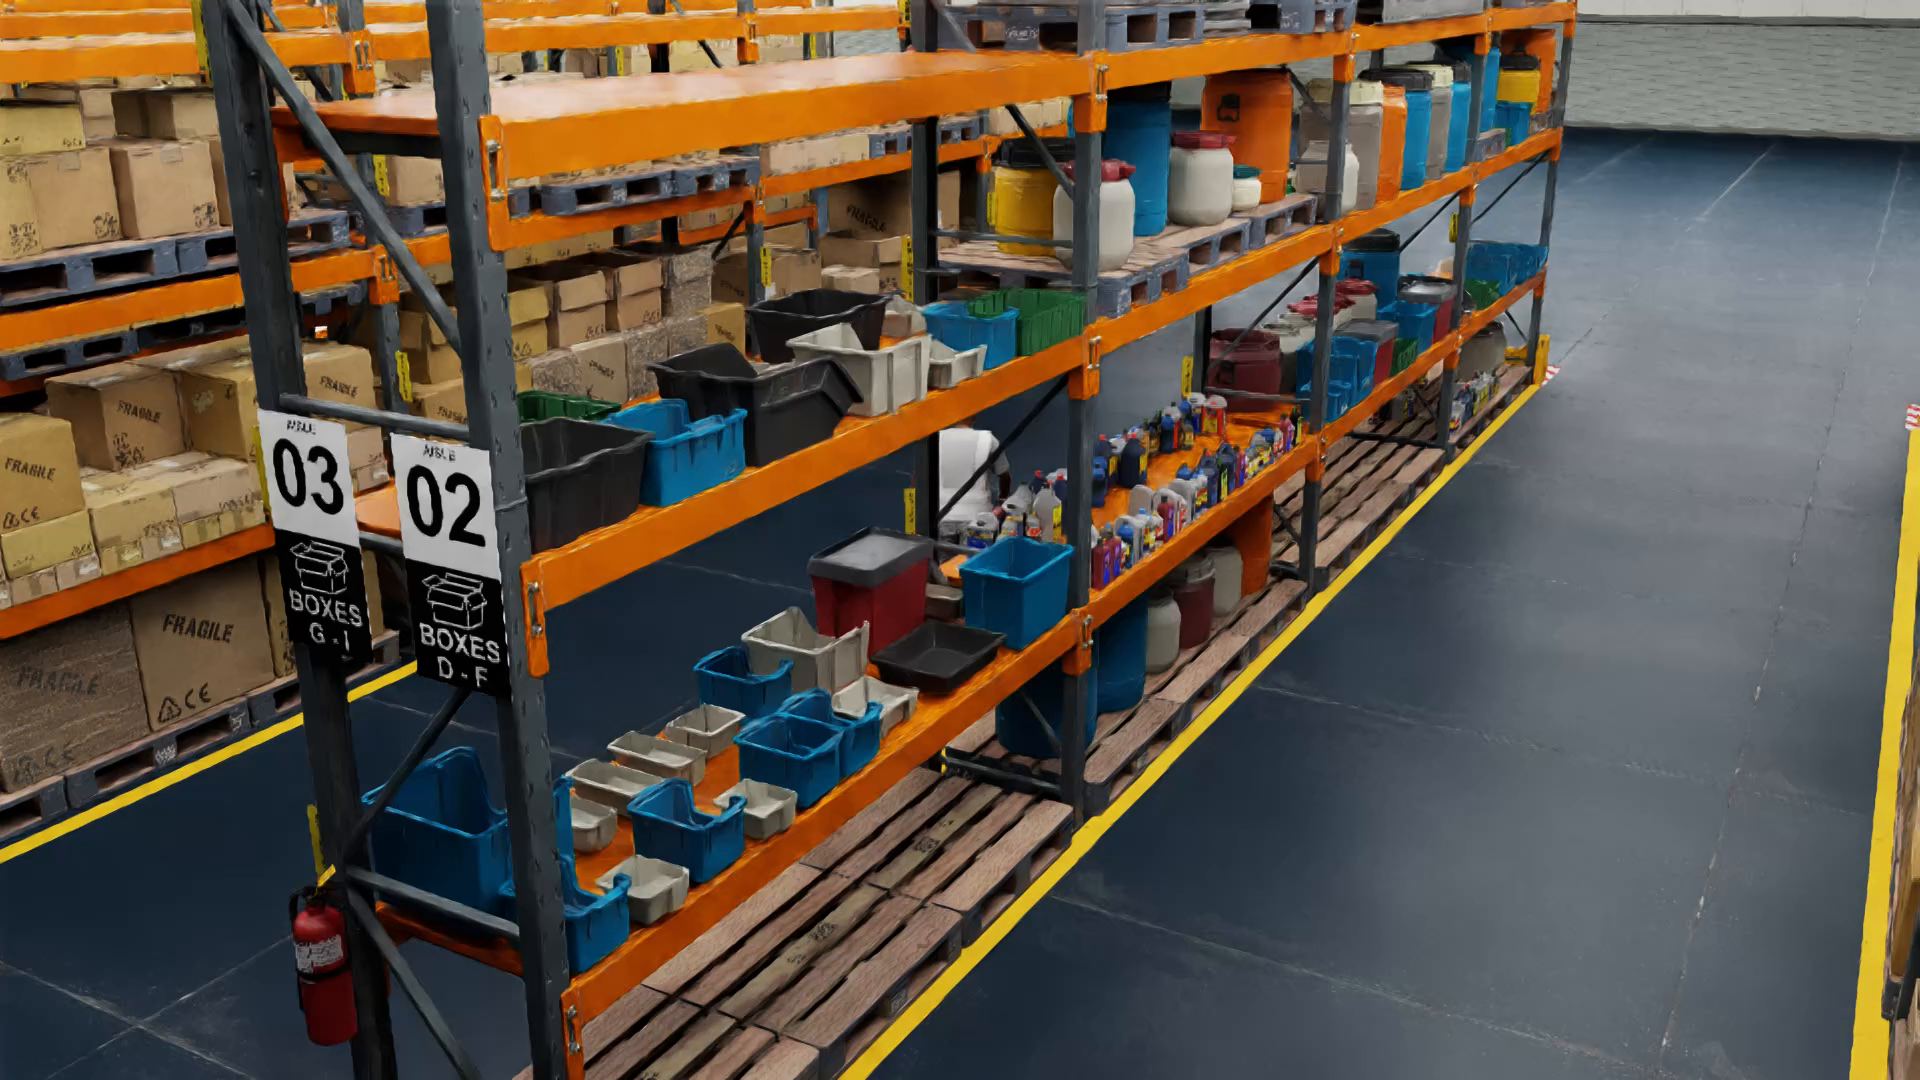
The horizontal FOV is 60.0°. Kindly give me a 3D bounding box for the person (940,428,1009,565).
[{"bbox_3d":[-0.008,-0.194,11.535,0.681,1.698,0.702,5,20,14],"label":"person"}]
